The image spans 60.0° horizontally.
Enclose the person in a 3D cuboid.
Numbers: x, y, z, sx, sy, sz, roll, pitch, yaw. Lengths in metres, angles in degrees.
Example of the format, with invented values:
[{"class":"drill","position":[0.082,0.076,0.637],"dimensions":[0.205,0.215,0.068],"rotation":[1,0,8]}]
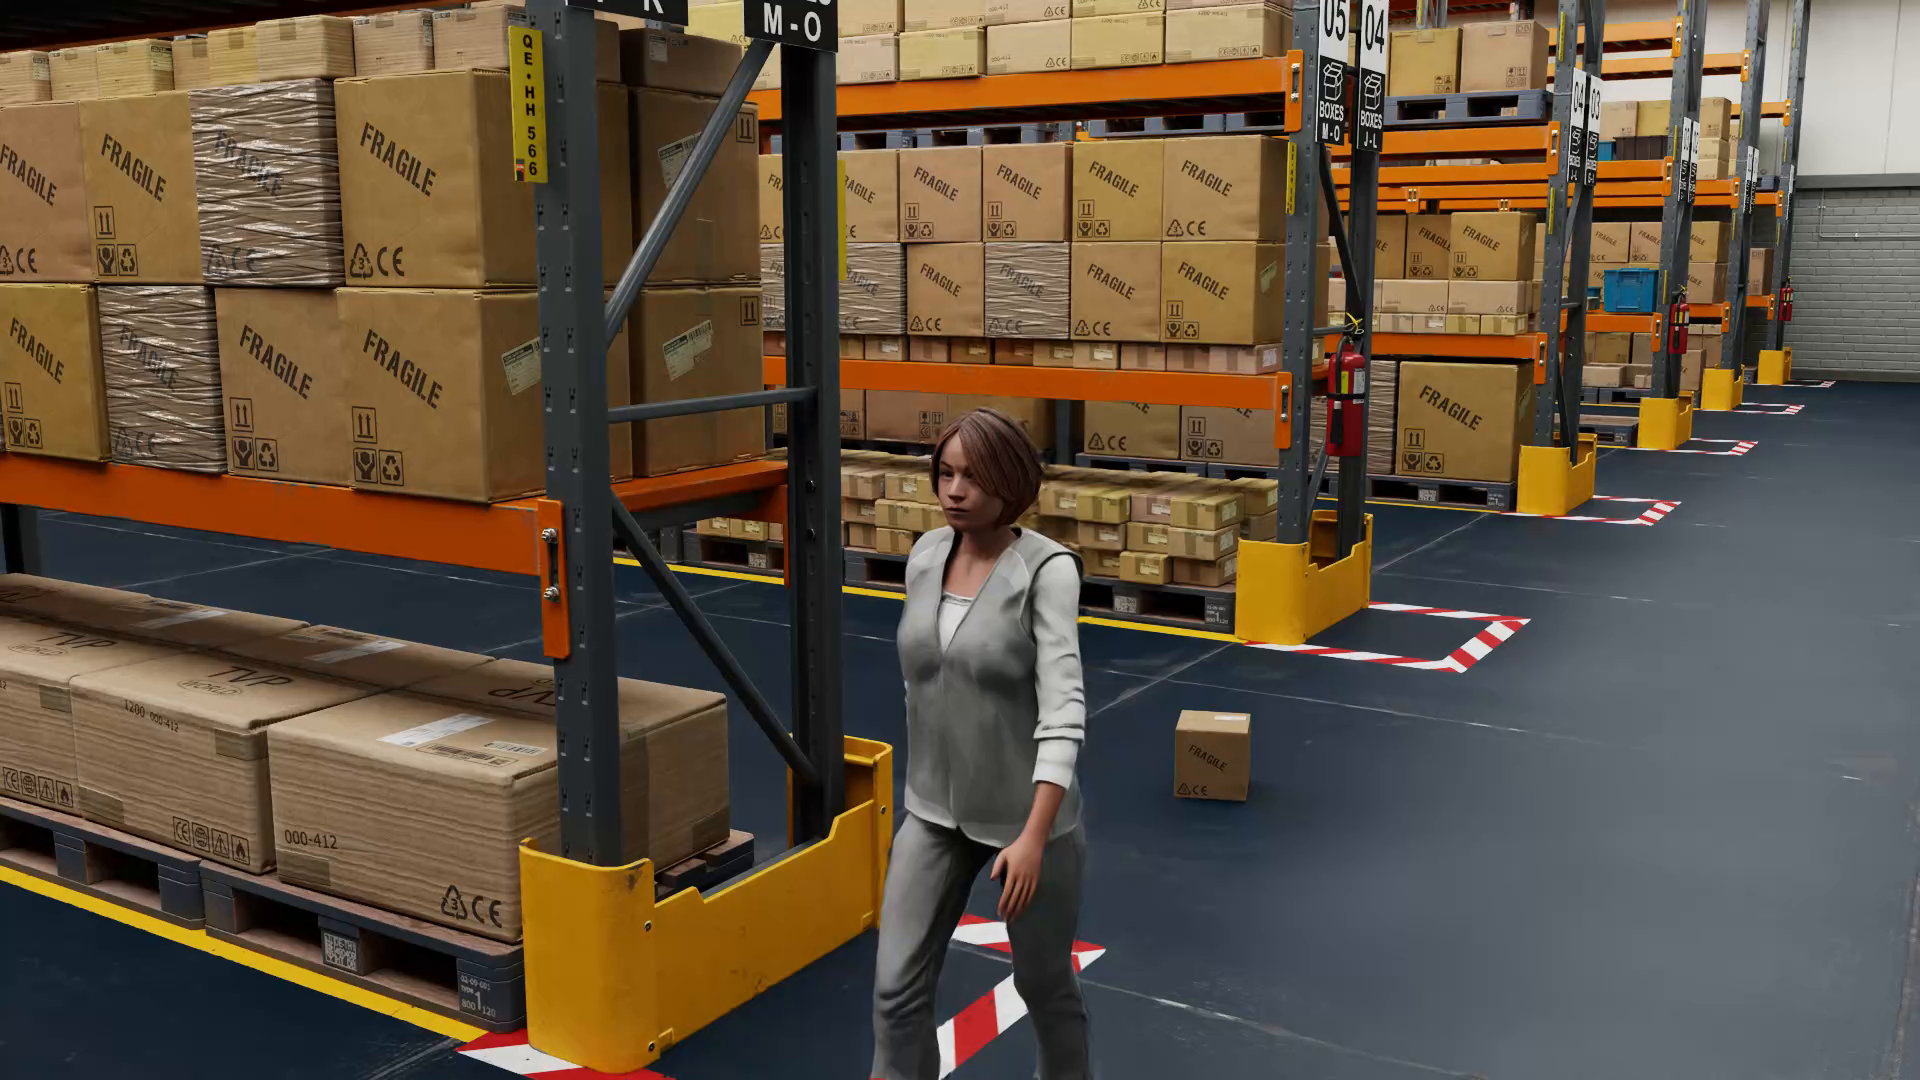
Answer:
[{"class":"person","position":[0.023,0.560,3.111],"dimensions":[0.481,1.612,0.737],"rotation":[6,11,30]}]
